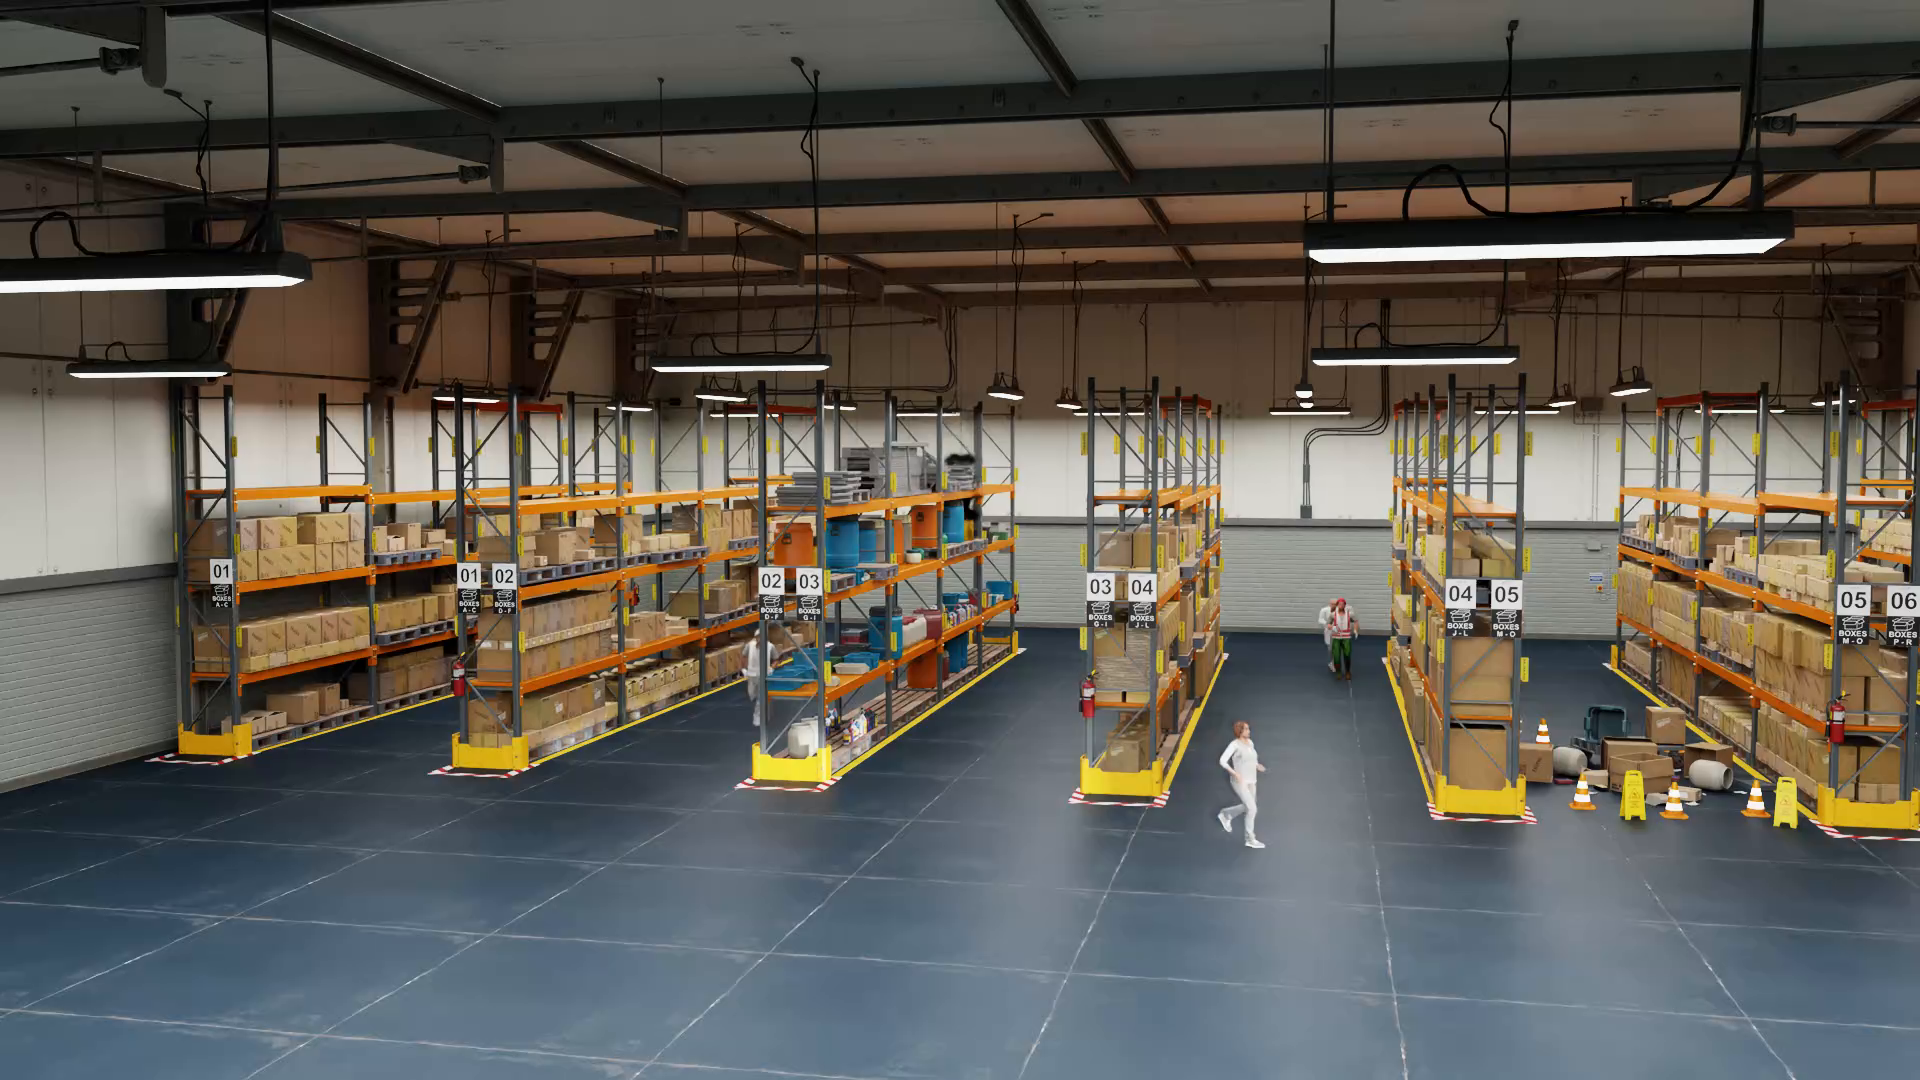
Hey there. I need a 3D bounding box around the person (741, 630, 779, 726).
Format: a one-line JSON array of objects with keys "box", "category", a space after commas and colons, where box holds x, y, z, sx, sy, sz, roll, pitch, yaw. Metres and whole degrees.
[{"box": [-3.621, 2.465, 30.175, 0.699, 1.744, 0.788, 0, 3, 3], "category": "person"}]

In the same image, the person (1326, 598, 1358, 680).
[{"box": [8.158, 2.122, 35.528, 0.671, 1.762, 0.664, 1, 3, 14], "category": "person"}]

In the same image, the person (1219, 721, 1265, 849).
[{"box": [3.521, 3.048, 20.894, 0.547, 1.563, 0.755, -3, 4, -43], "category": "person"}]

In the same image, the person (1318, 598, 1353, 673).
[{"box": [8.378, 2.117, 37.093, 0.746, 1.705, 1.063, 1, 3, 16], "category": "person"}]
